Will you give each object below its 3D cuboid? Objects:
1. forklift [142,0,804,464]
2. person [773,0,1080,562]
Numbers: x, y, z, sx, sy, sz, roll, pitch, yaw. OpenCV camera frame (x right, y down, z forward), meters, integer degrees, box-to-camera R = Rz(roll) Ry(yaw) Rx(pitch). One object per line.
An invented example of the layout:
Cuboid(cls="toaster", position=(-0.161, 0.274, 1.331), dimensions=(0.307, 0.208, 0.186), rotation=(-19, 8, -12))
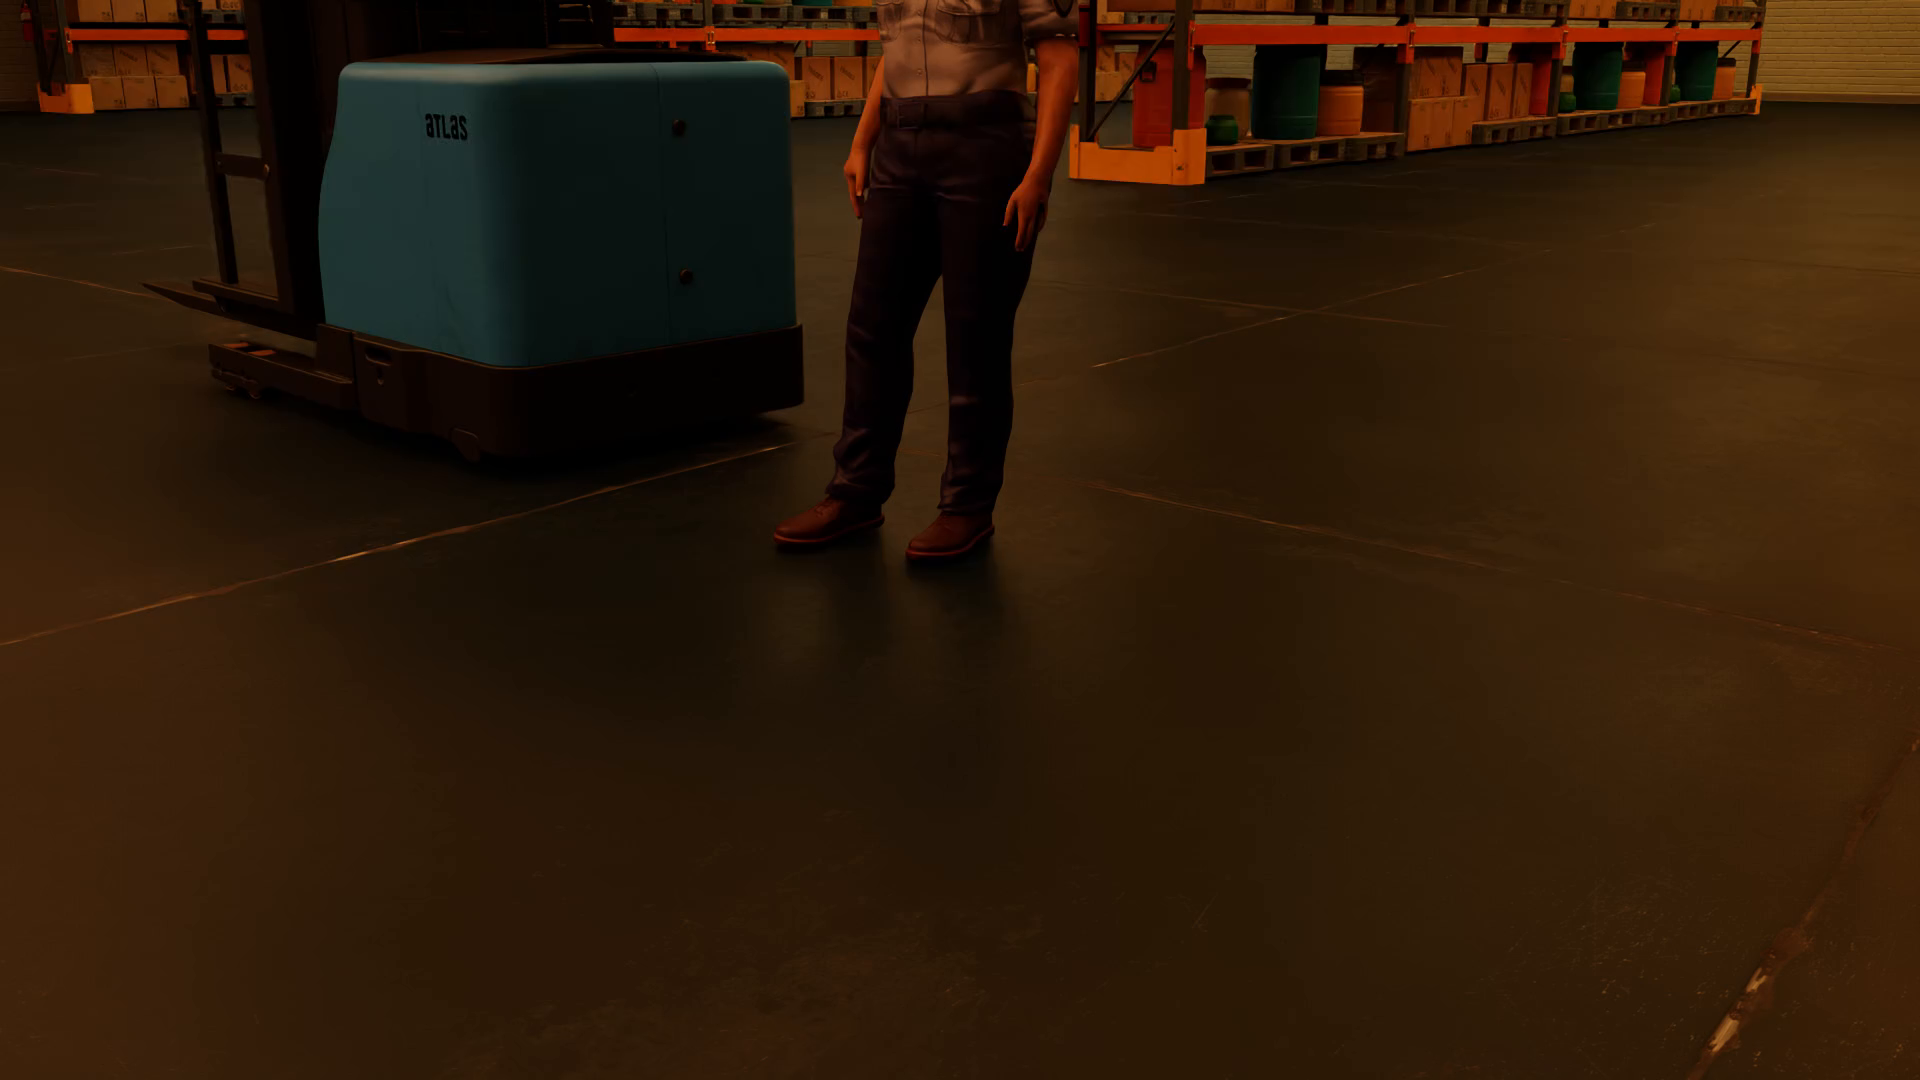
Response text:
Cuboid(cls="forklift", position=(-1.879, -1.956, 5.340), dimensions=(3.031, 2.935, 1.130), rotation=(16, 23, 42))
Cuboid(cls="person", position=(-0.074, -0.780, 3.648), dimensions=(0.599, 1.650, 0.503), rotation=(13, 21, 37))
